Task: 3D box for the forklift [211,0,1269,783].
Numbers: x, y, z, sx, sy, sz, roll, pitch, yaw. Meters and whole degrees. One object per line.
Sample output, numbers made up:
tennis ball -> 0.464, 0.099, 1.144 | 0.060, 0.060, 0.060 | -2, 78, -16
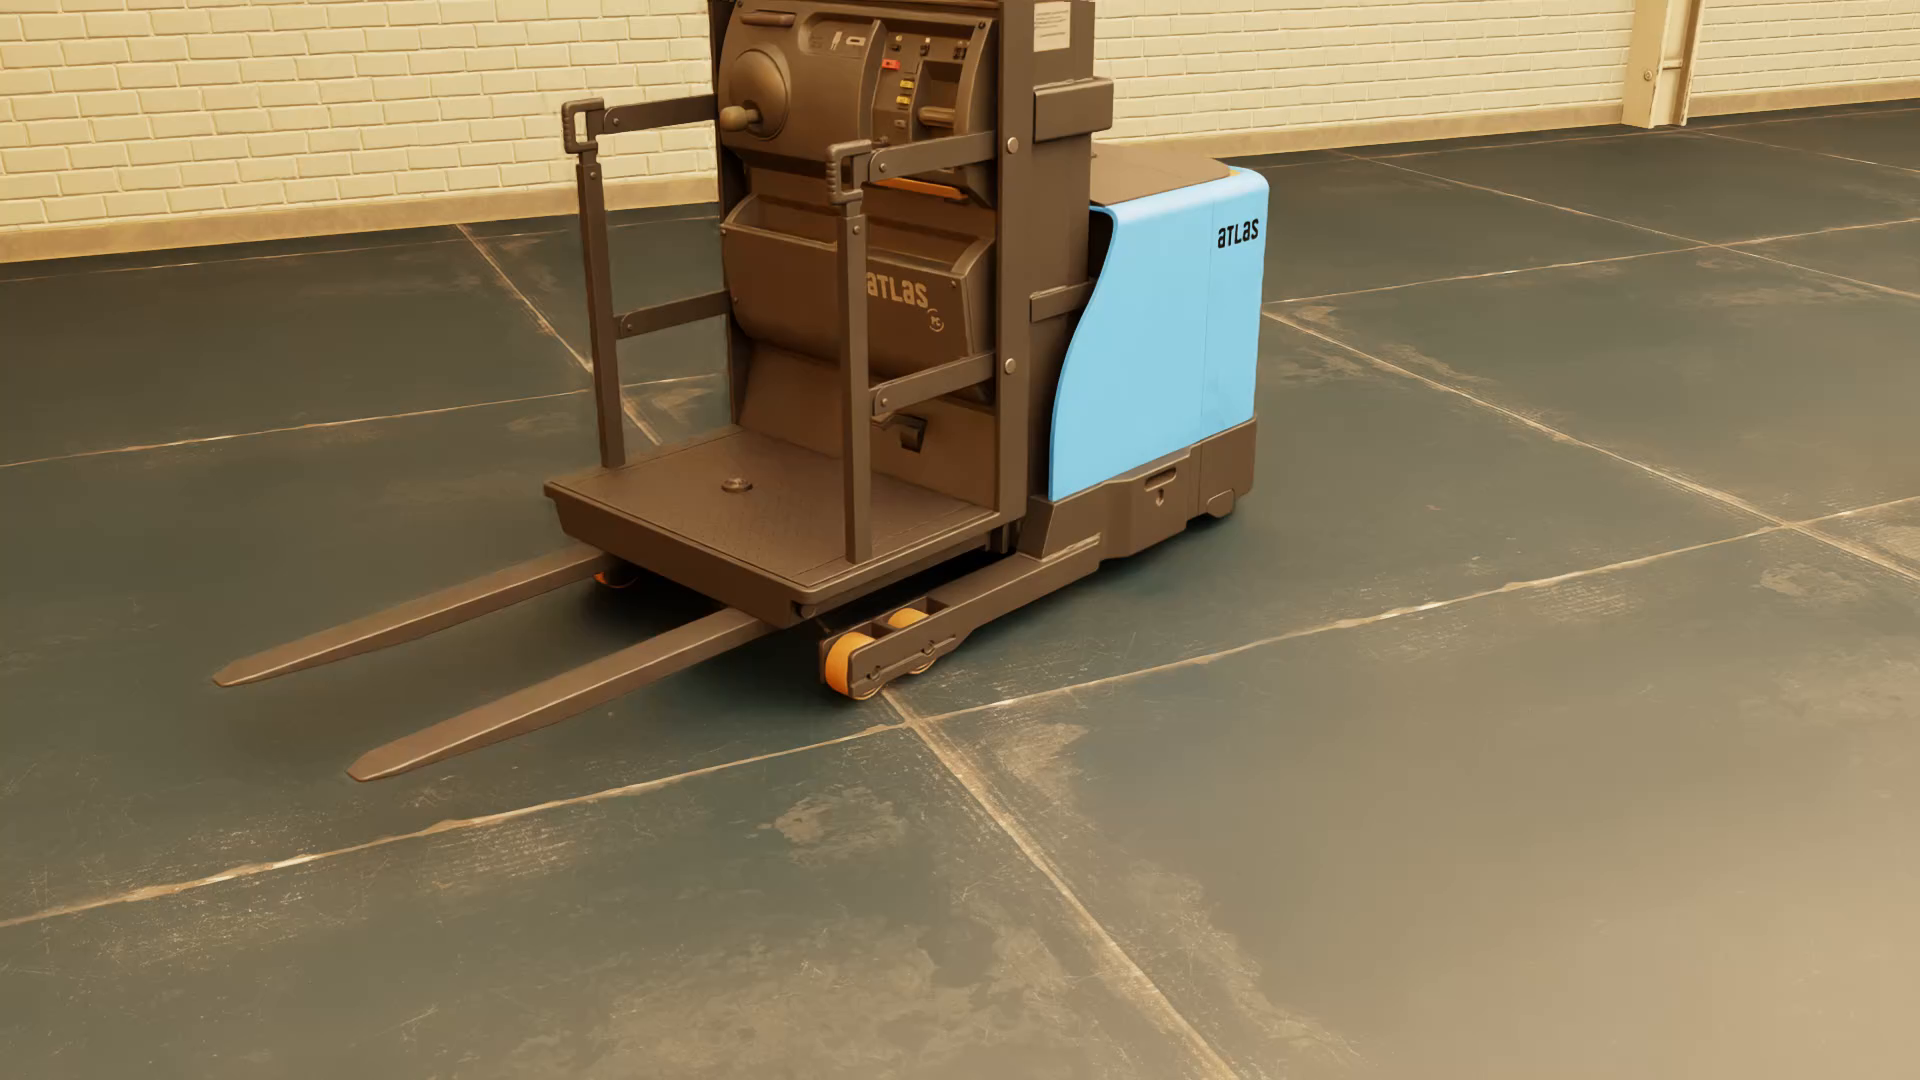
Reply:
forklift -> -0.430, -1.175, 4.115 | 1.130, 2.935, 3.031 | 19, 29, 39
